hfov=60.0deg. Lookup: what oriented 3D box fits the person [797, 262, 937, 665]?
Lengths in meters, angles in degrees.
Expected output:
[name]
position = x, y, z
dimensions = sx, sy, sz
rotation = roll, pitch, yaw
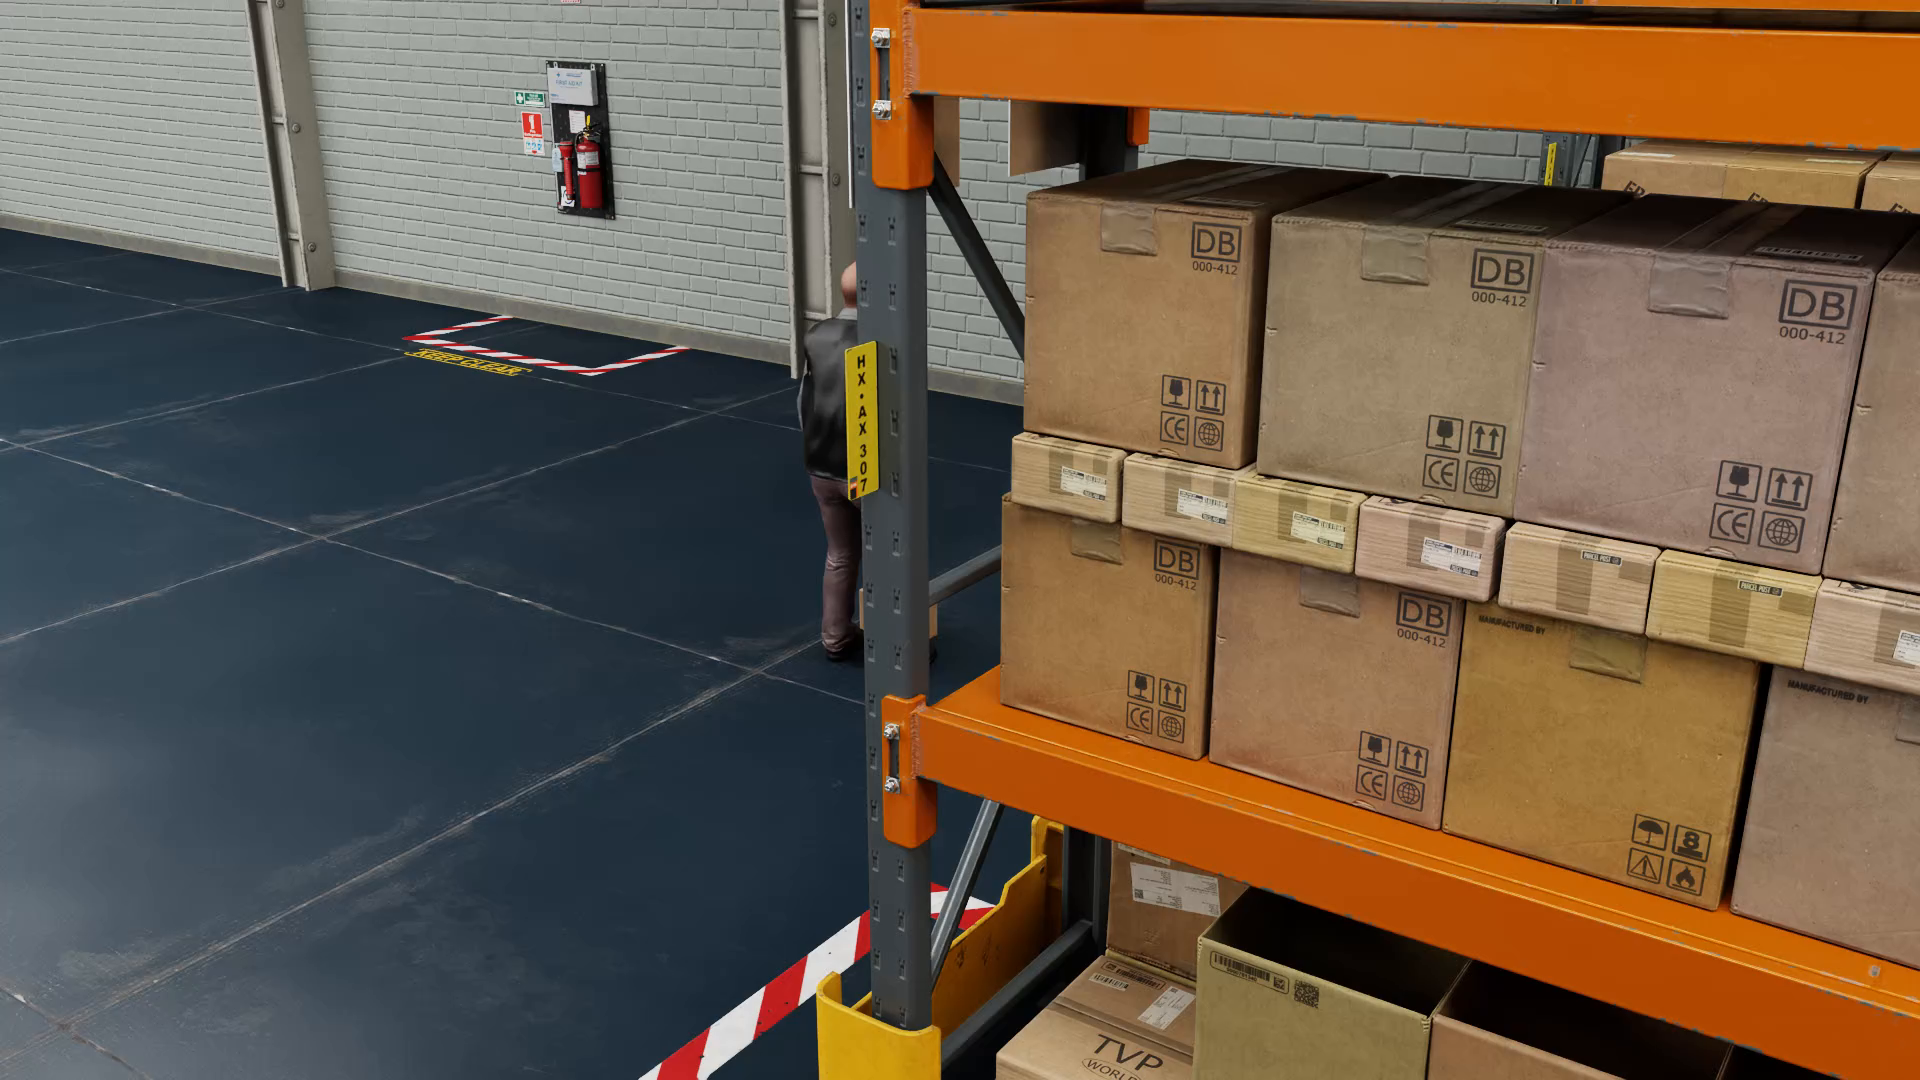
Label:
[person]
position = -0.418, -0.241, 6.934
dimensions = 0.580, 1.617, 0.421
rotation = 13, 23, 32
